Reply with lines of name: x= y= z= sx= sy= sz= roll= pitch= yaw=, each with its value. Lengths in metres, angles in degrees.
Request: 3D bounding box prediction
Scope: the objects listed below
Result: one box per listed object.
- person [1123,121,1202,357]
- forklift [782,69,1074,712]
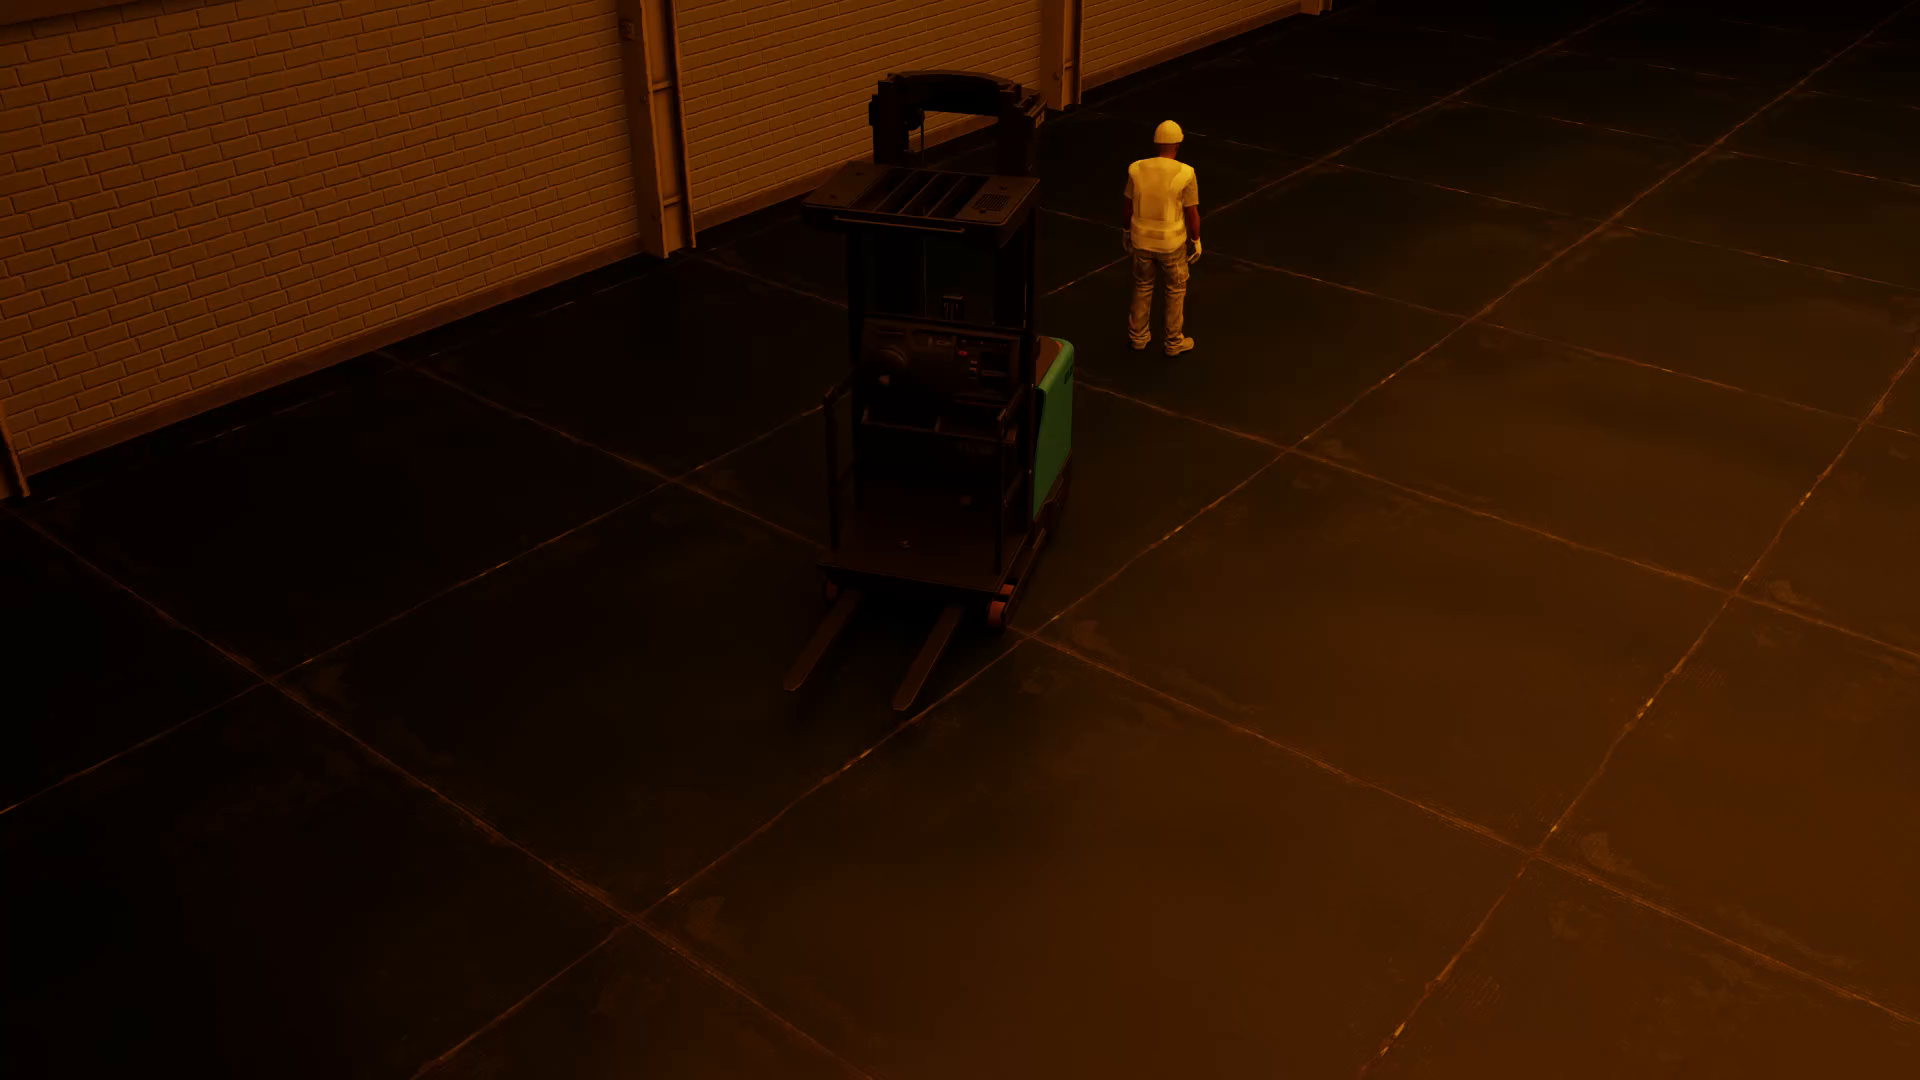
person: x=1.536 y=-2.289 z=12.663 sx=0.625 sy=1.774 sz=0.454 roll=15 pitch=33 yaw=24
forklift: x=-0.176 y=-0.972 z=9.258 sx=1.130 sy=2.935 sz=3.031 roll=9 pitch=31 yaw=14
